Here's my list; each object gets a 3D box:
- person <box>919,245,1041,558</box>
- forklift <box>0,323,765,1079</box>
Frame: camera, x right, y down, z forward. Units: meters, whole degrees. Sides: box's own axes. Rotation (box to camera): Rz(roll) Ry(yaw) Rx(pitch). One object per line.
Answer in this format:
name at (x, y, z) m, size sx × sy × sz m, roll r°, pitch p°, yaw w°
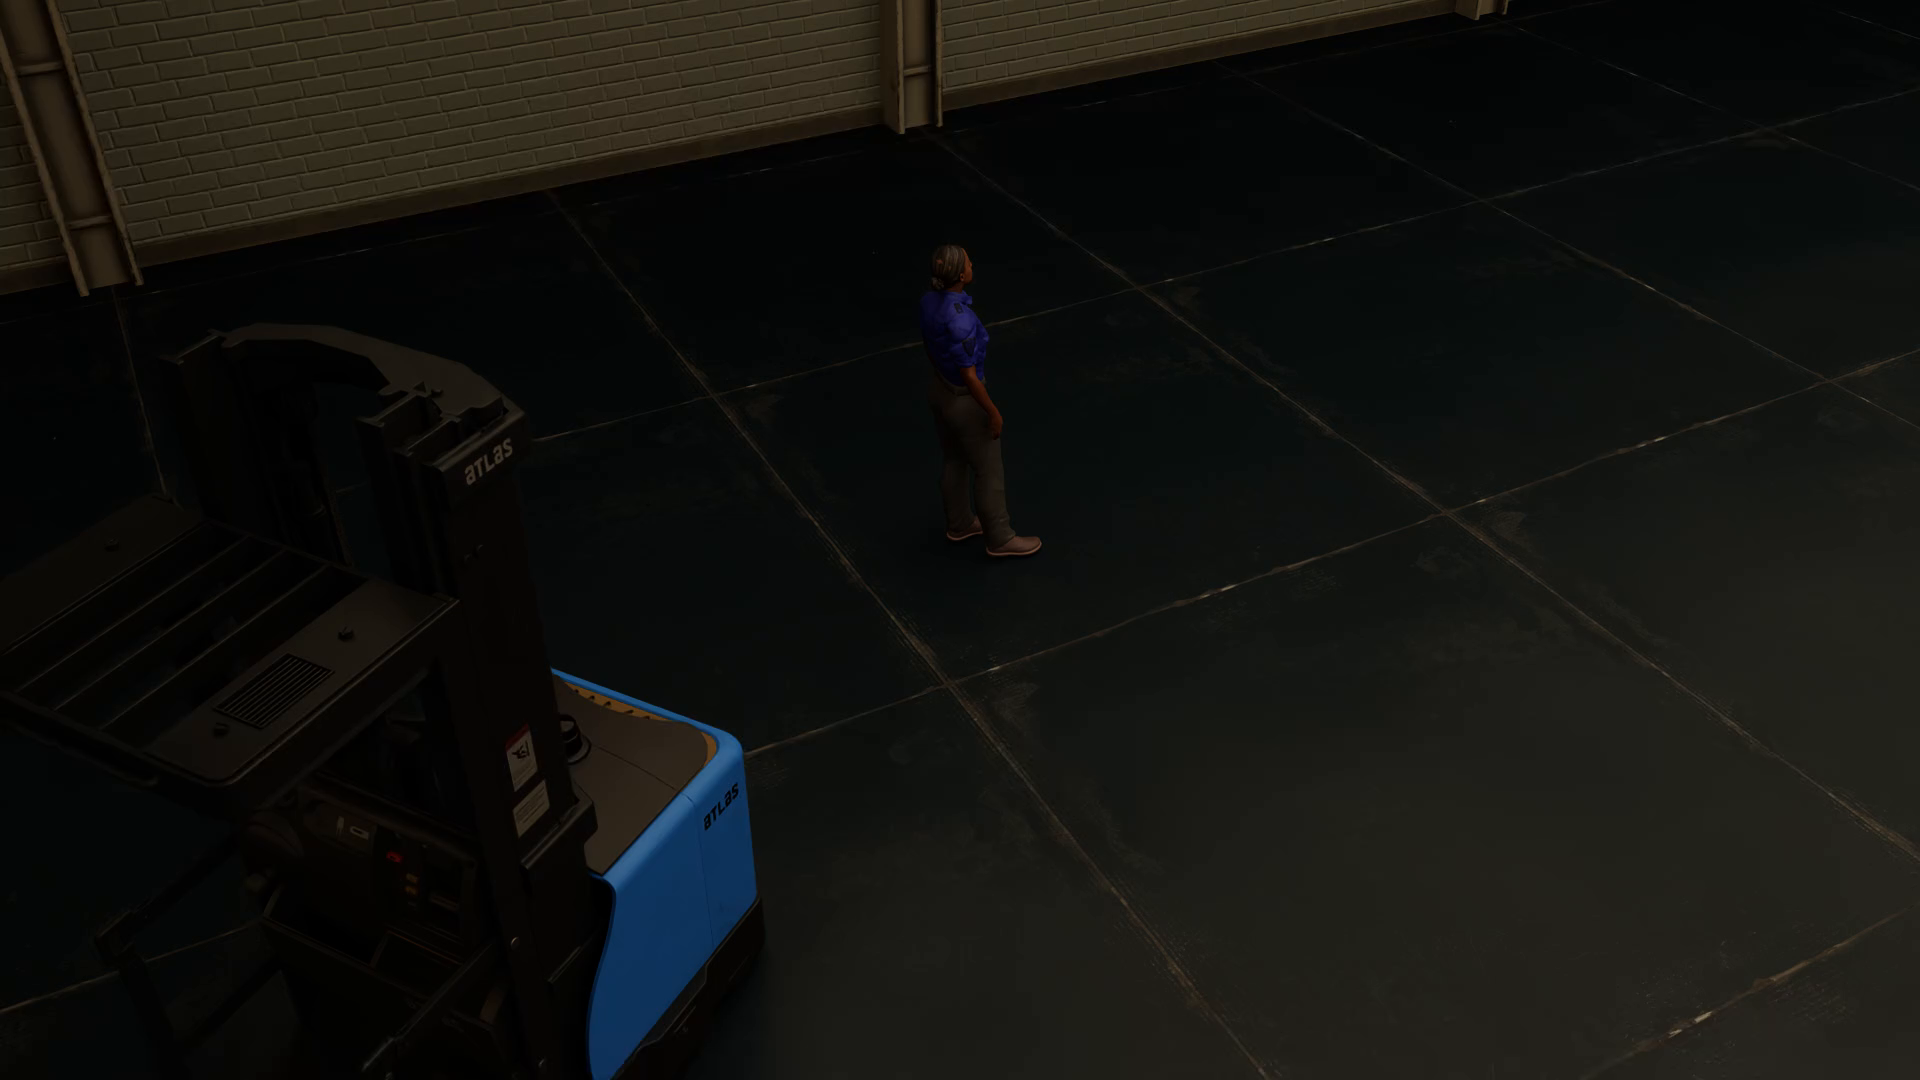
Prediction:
person at (0.087, -0.695, 8.200) m, size 0.504 × 1.654 × 0.569 m, roll -17°, pitch 39°, yaw -23°
forklift at (-1.866, 1.001, 4.707) m, size 1.130 × 2.935 × 3.031 m, roll 16°, pitch 38°, yaw 22°
